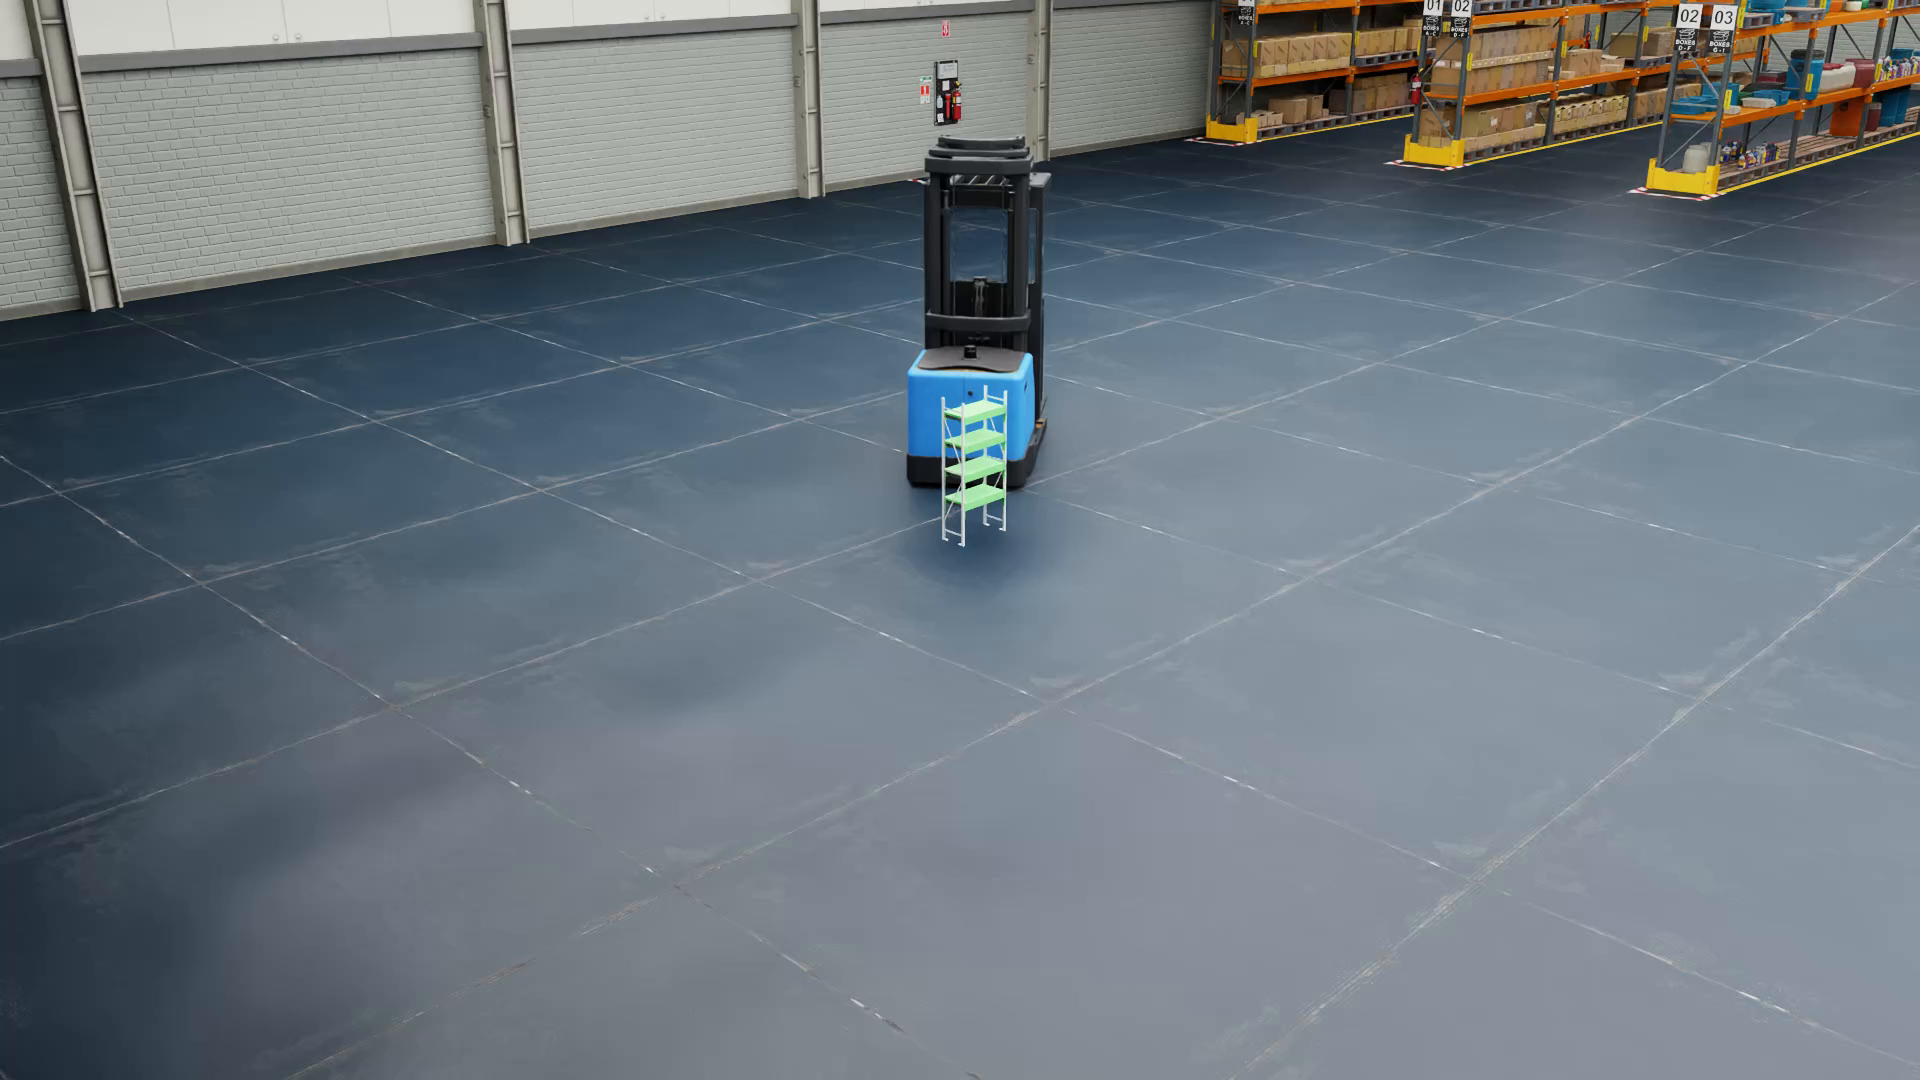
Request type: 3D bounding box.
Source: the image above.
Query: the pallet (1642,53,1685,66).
[{"bbox_3d":[16.364,-11.386,39.284,1.003,0.211,1.213,19,28,41],"label":"pallet"}]

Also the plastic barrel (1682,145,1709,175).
[{"bbox_3d":[13.381,-6.900,30.229,0.421,0.512,0.421,0,21,0],"label":"plastic barrel"}]

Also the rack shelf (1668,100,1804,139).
[{"bbox_3d":[14.371,-7.856,30.834,1.077,0.370,4.000,19,28,41],"label":"rack shelf"}]

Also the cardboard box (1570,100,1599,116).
[{"bbox_3d":[13.759,-9.560,36.731,0.500,0.311,0.500,-19,28,-41],"label":"cardboard box"}]

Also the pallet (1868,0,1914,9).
[{"bbox_3d":[19.161,-11.218,34.662,1.003,0.211,1.213,19,28,41],"label":"pallet"}]

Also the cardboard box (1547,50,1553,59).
[{"bbox_3d":[12.184,-10.172,34.815,0.380,0.149,0.250,19,28,41],"label":"cardboard box"}]

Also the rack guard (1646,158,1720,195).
[{"bbox_3d":[12.996,-6.542,29.898,1.175,0.500,0.348,19,28,41],"label":"rack guard"}]

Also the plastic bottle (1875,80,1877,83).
[{"bbox_3d":[19.191,-9.727,34.880,0.097,0.271,0.097,0,21,0],"label":"plastic bottle"}]

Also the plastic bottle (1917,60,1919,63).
[{"bbox_3d":[21.304,-10.522,36.941,0.152,0.276,0.135,19,28,41],"label":"plastic bottle"}]

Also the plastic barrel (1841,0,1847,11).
[{"bbox_3d":[17.829,-11.211,33.682,0.600,0.901,0.600,0,21,0],"label":"plastic barrel"}]

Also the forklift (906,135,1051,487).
[{"bbox_3d":[0.252,-2.329,15.548,1.130,2.935,3.031,3,21,8],"label":"forklift"}]

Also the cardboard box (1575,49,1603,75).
[{"bbox_3d":[13.852,-10.586,36.795,0.500,0.500,0.500,17,27,38],"label":"cardboard box"}]

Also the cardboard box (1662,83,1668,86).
[{"bbox_3d":[16.925,-10.838,40.462,0.500,0.500,0.500,-20,28,-41],"label":"cardboard box"}]

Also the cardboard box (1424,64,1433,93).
[{"bbox_3d":[12.066,-11.562,41.886,0.750,0.750,0.750,19,28,40],"label":"cardboard box"}]

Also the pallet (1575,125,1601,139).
[{"bbox_3d":[13.557,-9.159,37.109,1.003,0.211,1.213,19,28,41],"label":"pallet"}]

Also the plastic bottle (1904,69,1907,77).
[{"bbox_3d":[20.542,-10.192,36.188,0.097,0.201,0.097,0,21,0],"label":"plastic bottle"}]

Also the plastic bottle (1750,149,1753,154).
[{"bbox_3d":[14.972,-7.259,31.451,0.061,0.283,0.133,19,28,41],"label":"plastic bottle"}]

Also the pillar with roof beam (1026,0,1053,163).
[{"bbox_3d":[4.645,-10.734,28.958,9.100,9.000,0.400,19,28,41],"label":"pillar with roof beam"}]

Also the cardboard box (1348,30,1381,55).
[{"bbox_3d":[9.443,-11.701,39.084,0.500,0.500,0.700,-17,27,-37],"label":"cardboard box"}]

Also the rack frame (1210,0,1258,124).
[{"bbox_3d":[5.878,-10.157,35.819,1.000,3.000,0.127,19,28,41],"label":"rack frame"}]

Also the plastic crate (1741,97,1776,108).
[{"bbox_3d":[14.815,-8.102,30.839,0.530,0.136,0.437,19,28,41],"label":"plastic crate"}]

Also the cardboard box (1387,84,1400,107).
[{"bbox_3d":[10.225,-10.816,40.404,0.700,0.500,0.500,19,28,40],"label":"cardboard box"}]

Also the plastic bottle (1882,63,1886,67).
[{"bbox_3d":[20.599,-10.525,37.054,0.097,0.201,0.097,0,21,0],"label":"plastic bottle"}]

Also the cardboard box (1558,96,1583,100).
[{"bbox_3d":[13.717,-9.820,37.408,0.500,0.311,0.500,18,28,39],"label":"cardboard box"}]

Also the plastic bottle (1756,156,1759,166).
[{"bbox_3d":[14.986,-7.157,31.300,0.097,0.201,0.097,0,21,0],"label":"plastic bottle"}]

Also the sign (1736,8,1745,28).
[{"bbox_3d":[13.367,-8.943,28.467,0.100,0.325,0.005,19,28,41],"label":"sign"}]

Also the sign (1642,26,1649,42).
[{"bbox_3d":[15.411,-11.377,37.379,0.100,0.325,0.005,19,28,41],"label":"sign"}]

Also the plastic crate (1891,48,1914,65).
[{"bbox_3d":[21.429,-10.988,37.920,0.392,0.384,0.575,19,28,41],"label":"plastic crate"}]

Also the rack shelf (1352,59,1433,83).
[{"bbox_3d":[10.064,-11.363,39.961,1.077,0.370,4.000,19,28,41],"label":"rack shelf"}]

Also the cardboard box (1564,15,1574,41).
[{"bbox_3d":[16.192,-14.086,45.624,0.980,0.700,0.700,19,28,40],"label":"cardboard box"}]

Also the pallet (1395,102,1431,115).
[{"bbox_3d":[10.913,-10.711,41.148,1.003,0.211,1.213,19,28,41],"label":"pallet"}]

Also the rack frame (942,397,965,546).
[{"bbox_3d":[-0.055,-0.540,13.307,0.240,1.200,0.015,19,28,41],"label":"rack frame"}]

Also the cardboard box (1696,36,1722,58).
[{"bbox_3d":[18.352,-12.112,40.767,0.500,0.500,0.500,-19,28,-41],"label":"cardboard box"}]

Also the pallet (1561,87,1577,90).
[{"bbox_3d":[16.538,-12.743,46.434,1.003,0.211,1.213,19,28,41],"label":"pallet"}]

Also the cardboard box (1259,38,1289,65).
[{"bbox_3d":[6.778,-10.618,36.155,0.500,0.500,0.500,19,28,41],"label":"cardboard box"}]

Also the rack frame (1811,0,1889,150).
[{"bbox_3d":[18.557,-9.734,34.718,1.000,3.000,0.127,19,28,41],"label":"rack frame"}]

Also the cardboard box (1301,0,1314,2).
[{"bbox_3d":[7.409,-12.043,36.378,0.500,0.500,0.500,-18,27,-39],"label":"cardboard box"}]

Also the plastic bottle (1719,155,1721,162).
[{"bbox_3d":[14.338,-7.225,31.479,0.097,0.201,0.097,0,21,0],"label":"plastic bottle"}]

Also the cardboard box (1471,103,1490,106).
[{"bbox_3d":[10.628,-8.782,34.443,0.500,0.500,0.500,19,28,41],"label":"cardboard box"}]

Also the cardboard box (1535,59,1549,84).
[{"bbox_3d":[11.915,-9.877,34.952,0.700,0.500,0.500,18,28,39],"label":"cardboard box"}]

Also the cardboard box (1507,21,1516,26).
[{"bbox_3d":[14.108,-13.255,43.297,0.500,0.500,0.500,19,28,40],"label":"cardboard box"}]

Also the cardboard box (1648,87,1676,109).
[{"bbox_3d":[16.608,-10.458,39.472,0.500,0.500,0.500,18,27,39],"label":"cardboard box"}]

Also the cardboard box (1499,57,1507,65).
[{"bbox_3d":[10.755,-9.646,33.446,0.380,0.149,0.250,19,28,40],"label":"cardboard box"}]

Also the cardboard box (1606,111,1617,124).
[{"bbox_3d":[14.461,-9.557,37.506,0.500,0.250,0.500,19,28,40],"label":"cardboard box"}]

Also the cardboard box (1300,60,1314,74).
[{"bbox_3d":[7.512,-10.538,36.992,0.500,0.250,0.500,20,28,41],"label":"cardboard box"}]

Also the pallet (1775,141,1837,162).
[{"bbox_3d":[17.138,-7.931,33.914,1.003,0.211,1.213,19,28,41],"label":"pallet"}]

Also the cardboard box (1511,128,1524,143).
[{"bbox_3d":[11.359,-8.427,34.564,0.500,0.250,0.500,19,28,41],"label":"cardboard box"}]

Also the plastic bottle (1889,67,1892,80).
[{"bbox_3d":[19.836,-9.964,35.498,0.097,0.271,0.097,0,21,0],"label":"plastic bottle"}]

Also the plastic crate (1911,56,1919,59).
[{"bbox_3d":[22.347,-11.190,38.790,0.293,0.136,0.466,19,28,41],"label":"plastic crate"}]

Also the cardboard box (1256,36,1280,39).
[{"bbox_3d":[6.770,-10.881,36.840,0.500,0.500,0.500,18,28,39],"label":"cardboard box"}]

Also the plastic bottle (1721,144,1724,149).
[{"bbox_3d":[14.630,-7.459,31.972,0.133,0.283,0.061,-19,28,-40],"label":"plastic bottle"}]

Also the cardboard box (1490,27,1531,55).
[{"bbox_3d":[11.214,-10.224,34.046,0.700,0.500,0.500,19,28,41],"label":"cardboard box"}]

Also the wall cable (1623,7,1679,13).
[{"bbox_3d":[21.241,-16.985,49.550,3.097,2.526,0.112,19,28,41],"label":"wall cable"}]

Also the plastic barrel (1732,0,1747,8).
[{"bbox_3d":[13.680,-9.686,29.566,0.600,0.588,0.600,0,21,0],"label":"plastic barrel"}]

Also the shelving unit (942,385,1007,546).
[{"bbox_3d":[0.115,-0.603,13.470,0.258,1.200,0.503,19,28,41],"label":"shelving unit"}]
